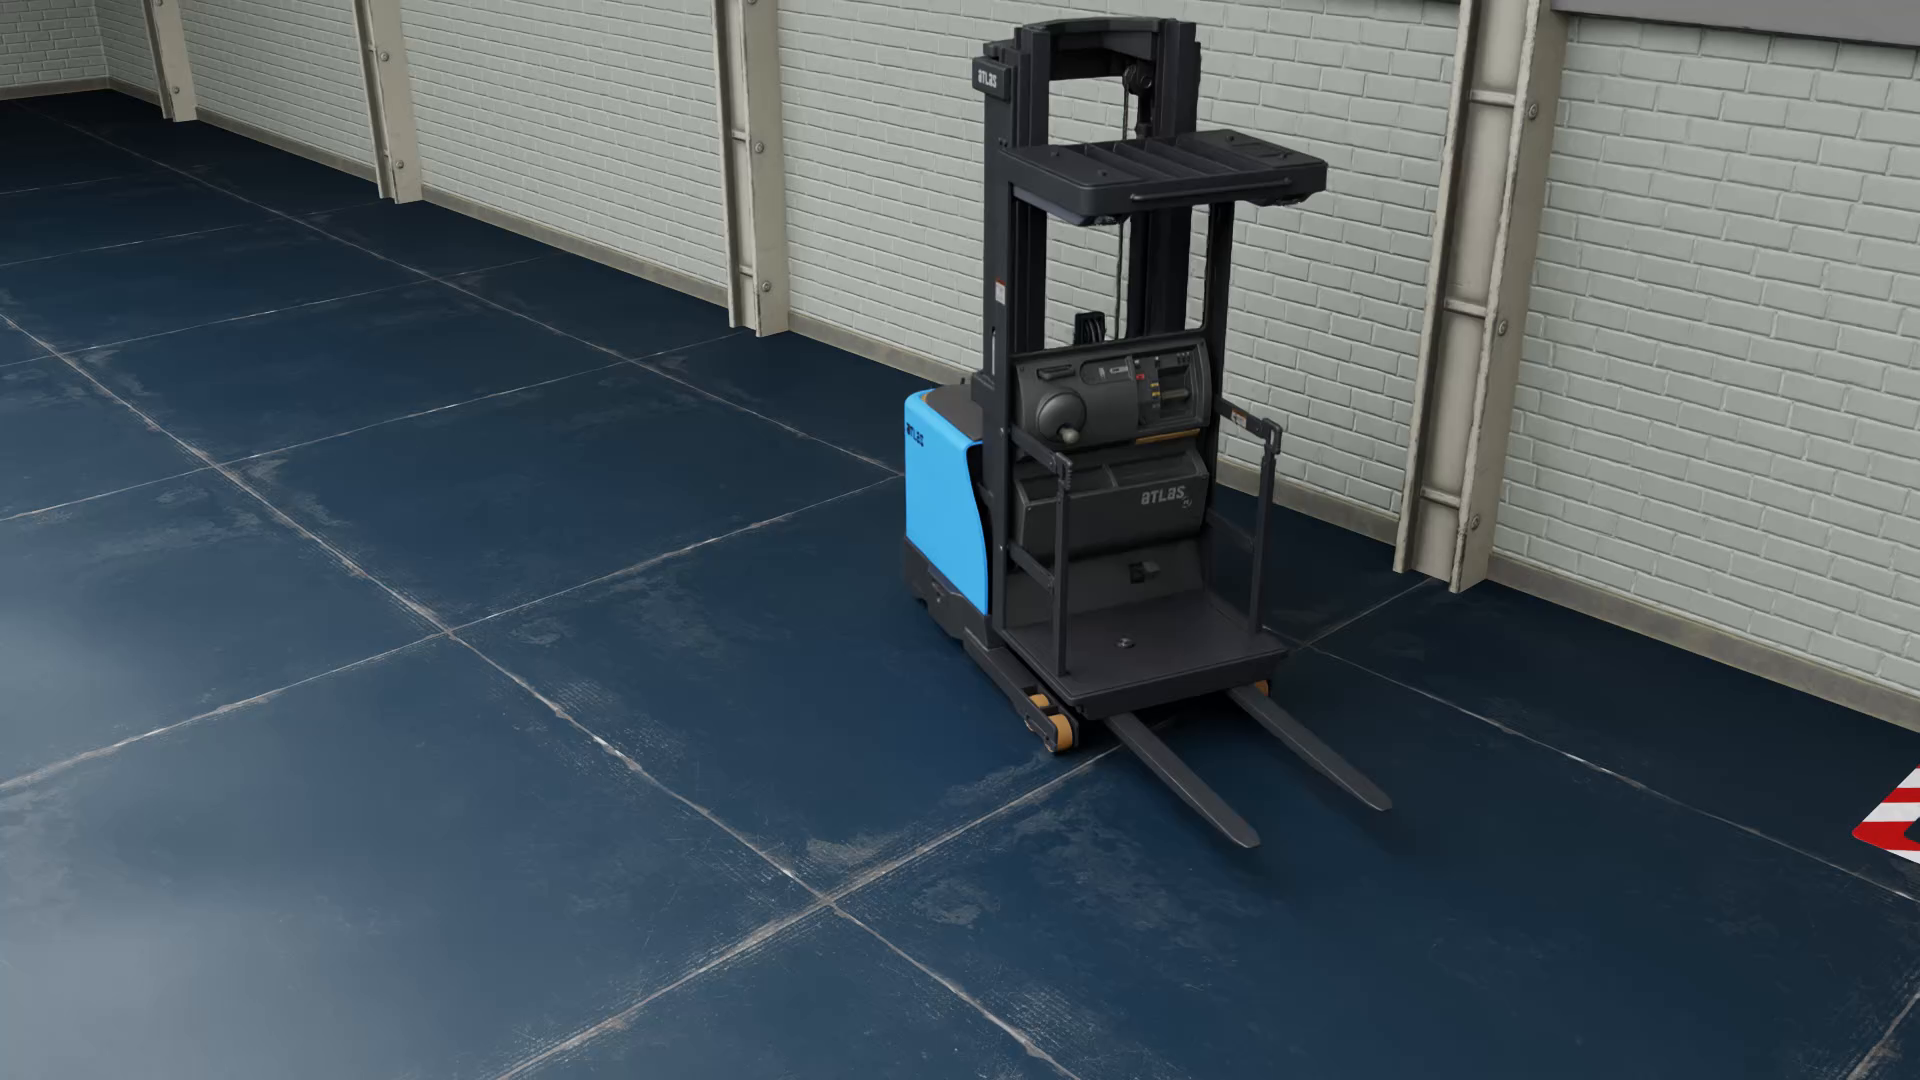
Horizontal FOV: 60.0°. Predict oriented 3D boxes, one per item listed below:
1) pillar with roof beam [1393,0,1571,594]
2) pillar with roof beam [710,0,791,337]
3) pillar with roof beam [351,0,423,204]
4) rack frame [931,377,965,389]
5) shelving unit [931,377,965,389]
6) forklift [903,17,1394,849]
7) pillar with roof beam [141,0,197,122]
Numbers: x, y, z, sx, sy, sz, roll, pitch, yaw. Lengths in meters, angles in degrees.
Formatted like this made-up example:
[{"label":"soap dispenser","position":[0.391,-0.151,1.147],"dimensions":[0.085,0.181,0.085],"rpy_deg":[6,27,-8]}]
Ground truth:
[{"label":"pillar with roof beam","position":[-0.582,-2.696,4.318],"dimensions":[9.100,9.000,0.400],"rpy_deg":[-21,32,-38]},{"label":"pillar with roof beam","position":[-4.683,-4.514,8.303],"dimensions":[9.100,9.000,0.400],"rpy_deg":[-21,32,-38]},{"label":"pillar with roof beam","position":[-8.784,-6.332,12.287],"dimensions":[9.100,9.000,0.400],"rpy_deg":[-21,32,-38]},{"label":"rack frame","position":[-0.064,-0.438,9.125],"dimensions":[0.240,0.900,0.006],"rpy_deg":[-21,32,-38]},{"label":"shelving unit","position":[0.006,-0.407,9.058],"dimensions":[0.258,0.900,0.210],"rpy_deg":[-21,32,-38]},{"label":"forklift","position":[0.766,-0.613,7.063],"dimensions":[1.130,2.935,3.031],"rpy_deg":[-10,27,-22]},{"label":"pillar with roof beam","position":[-12.885,-8.150,16.272],"dimensions":[9.100,9.000,0.400],"rpy_deg":[-21,32,-38]}]
